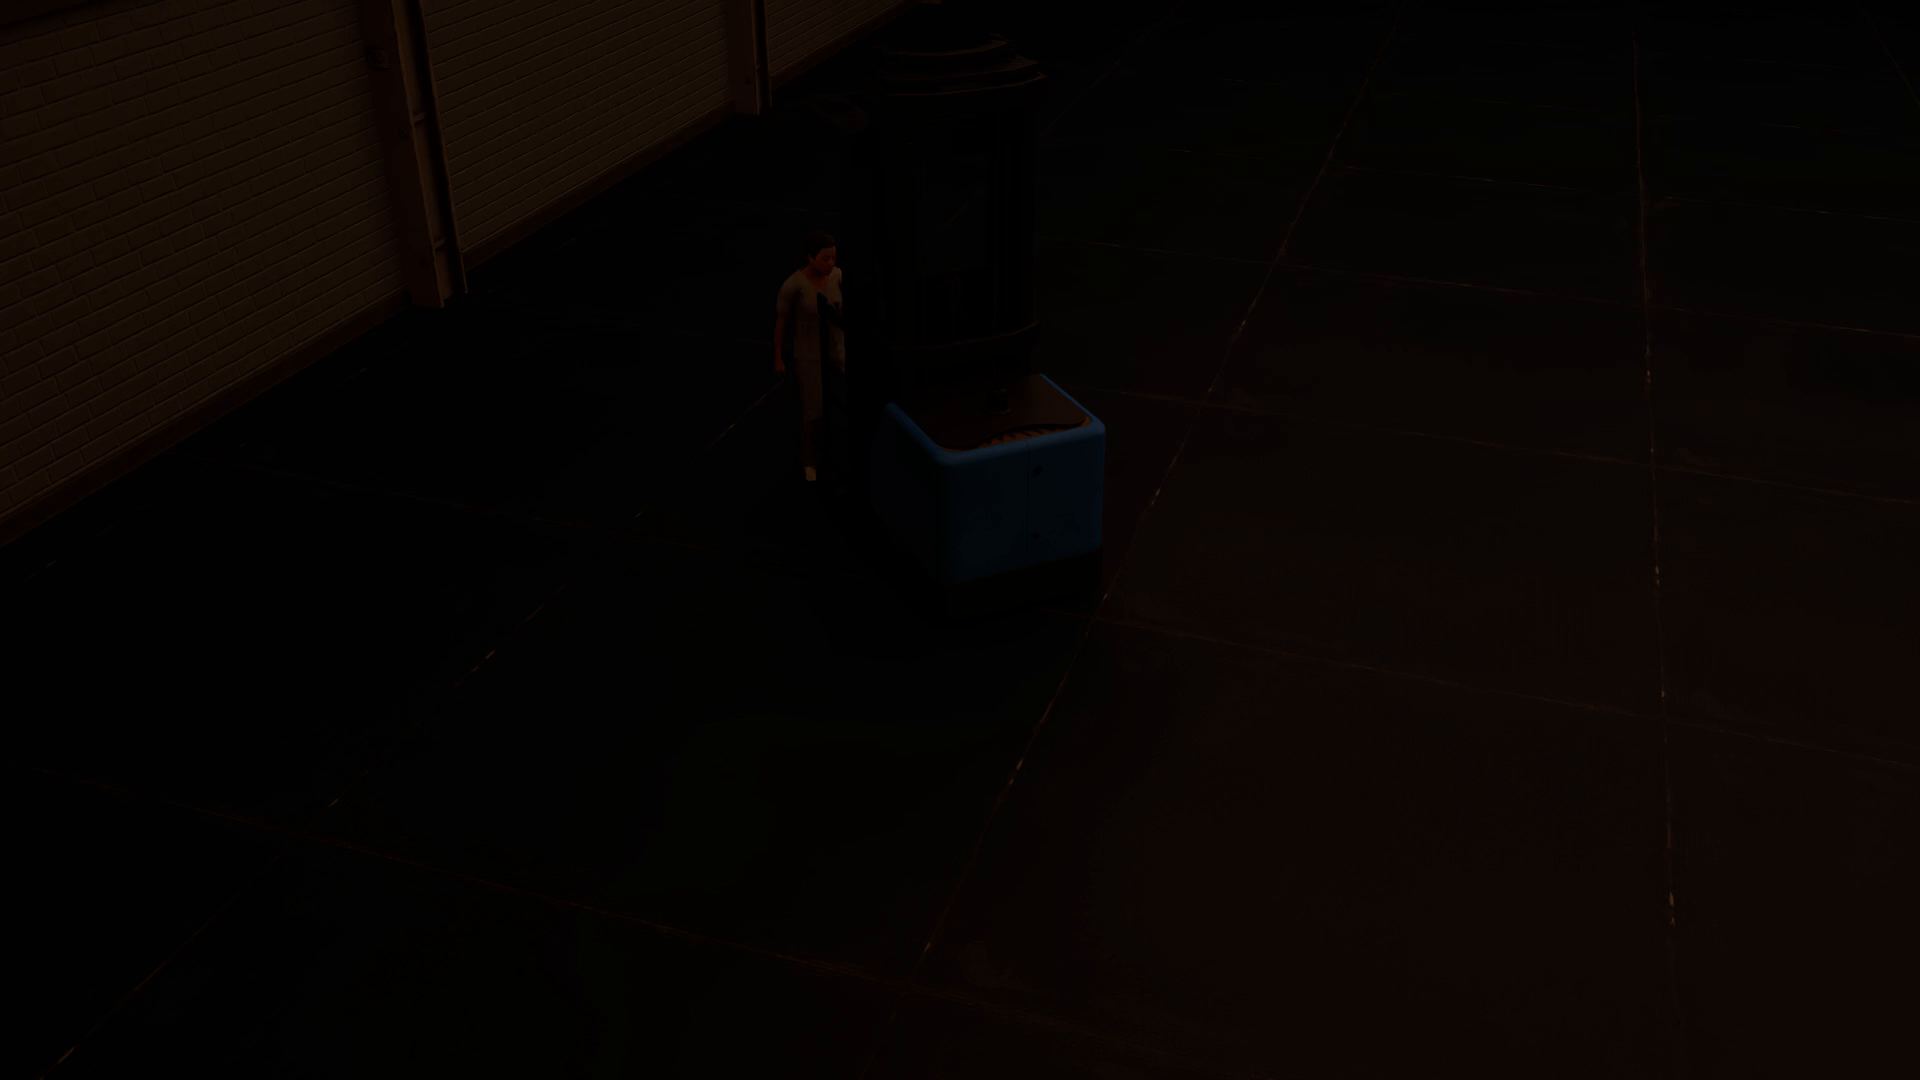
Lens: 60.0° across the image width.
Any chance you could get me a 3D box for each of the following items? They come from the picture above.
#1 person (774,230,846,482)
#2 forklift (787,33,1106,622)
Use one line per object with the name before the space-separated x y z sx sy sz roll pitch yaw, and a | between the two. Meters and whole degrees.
person | -0.842 -1.154 10.451 0.648 1.656 0.402 -15 33 -24
forklift | -0.259 -1.531 9.822 1.130 2.935 3.031 -13 32 -21
